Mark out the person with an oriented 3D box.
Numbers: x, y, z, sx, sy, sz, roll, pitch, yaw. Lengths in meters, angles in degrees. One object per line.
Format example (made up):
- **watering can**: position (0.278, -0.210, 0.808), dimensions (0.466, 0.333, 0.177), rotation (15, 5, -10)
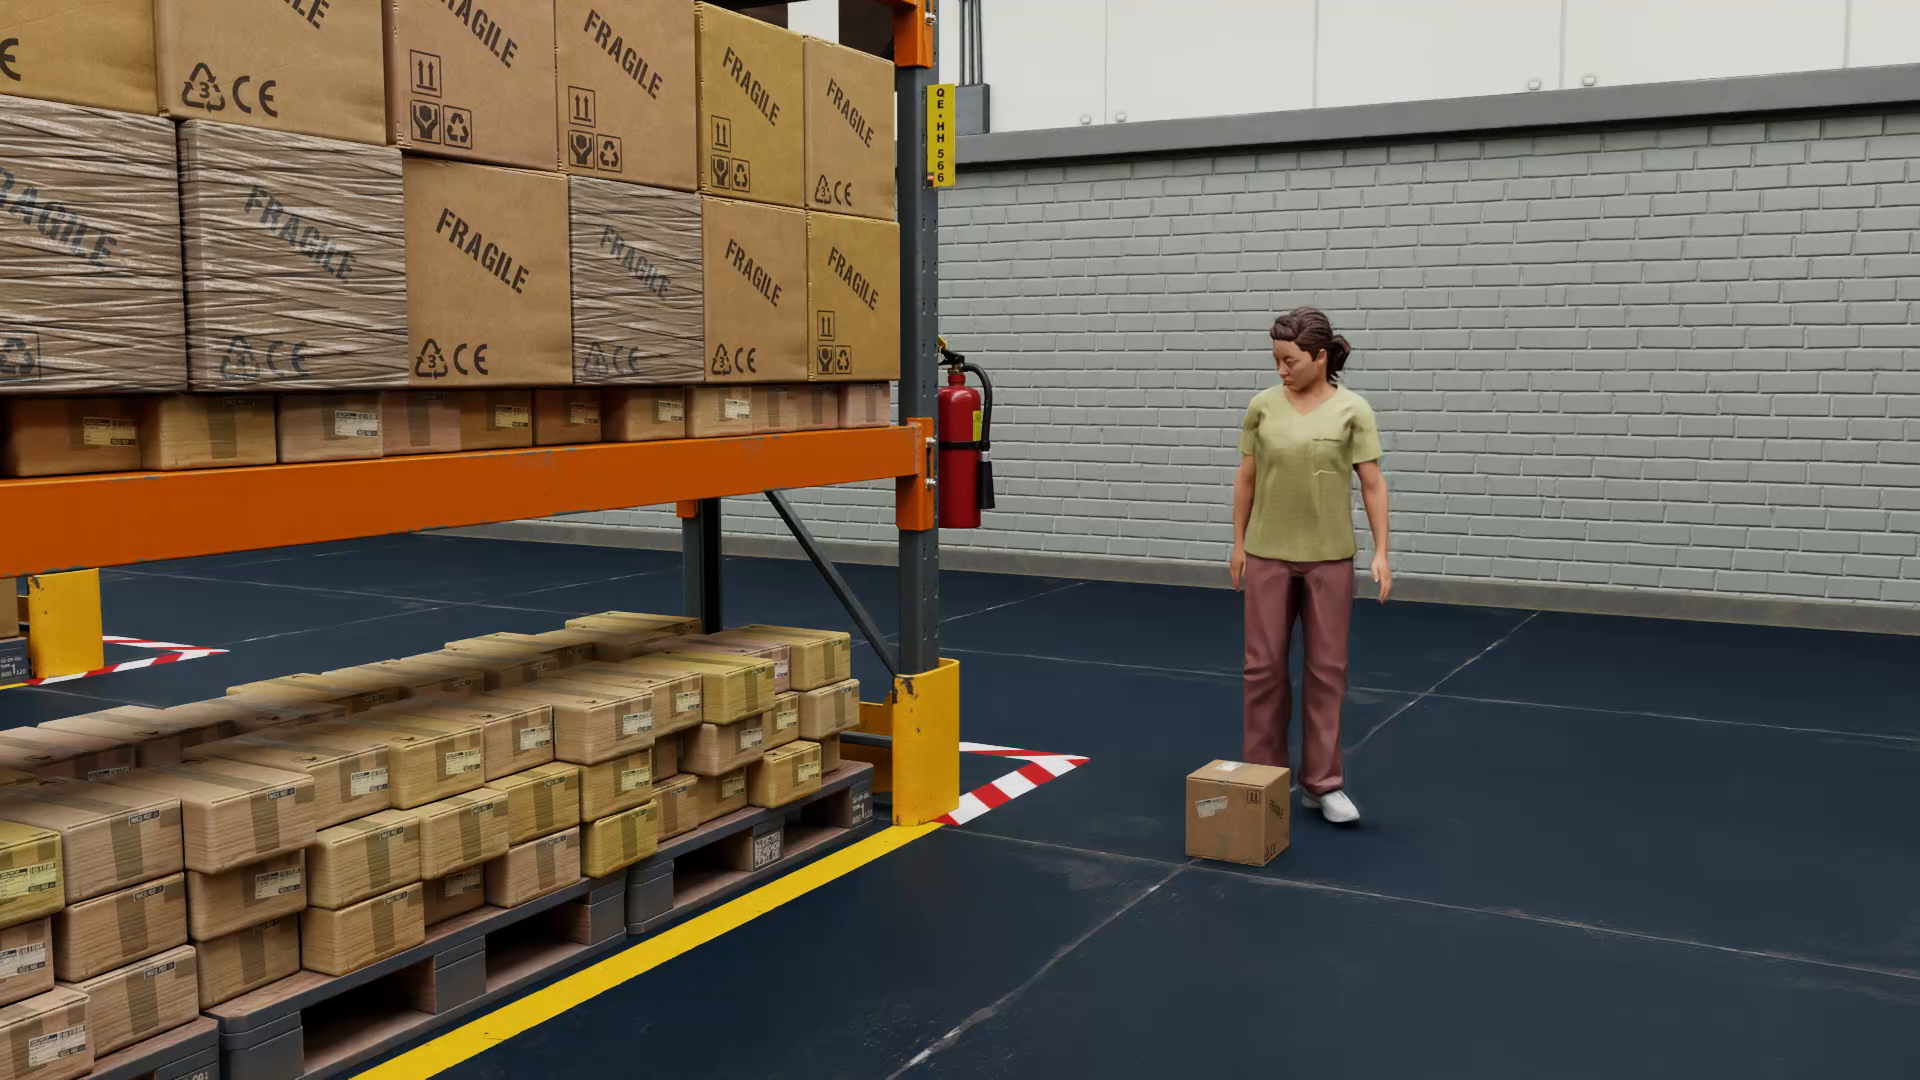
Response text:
- **person**: position (1.147, 0.091, 5.482), dimensions (0.534, 1.706, 0.334), rotation (1, 6, 14)
